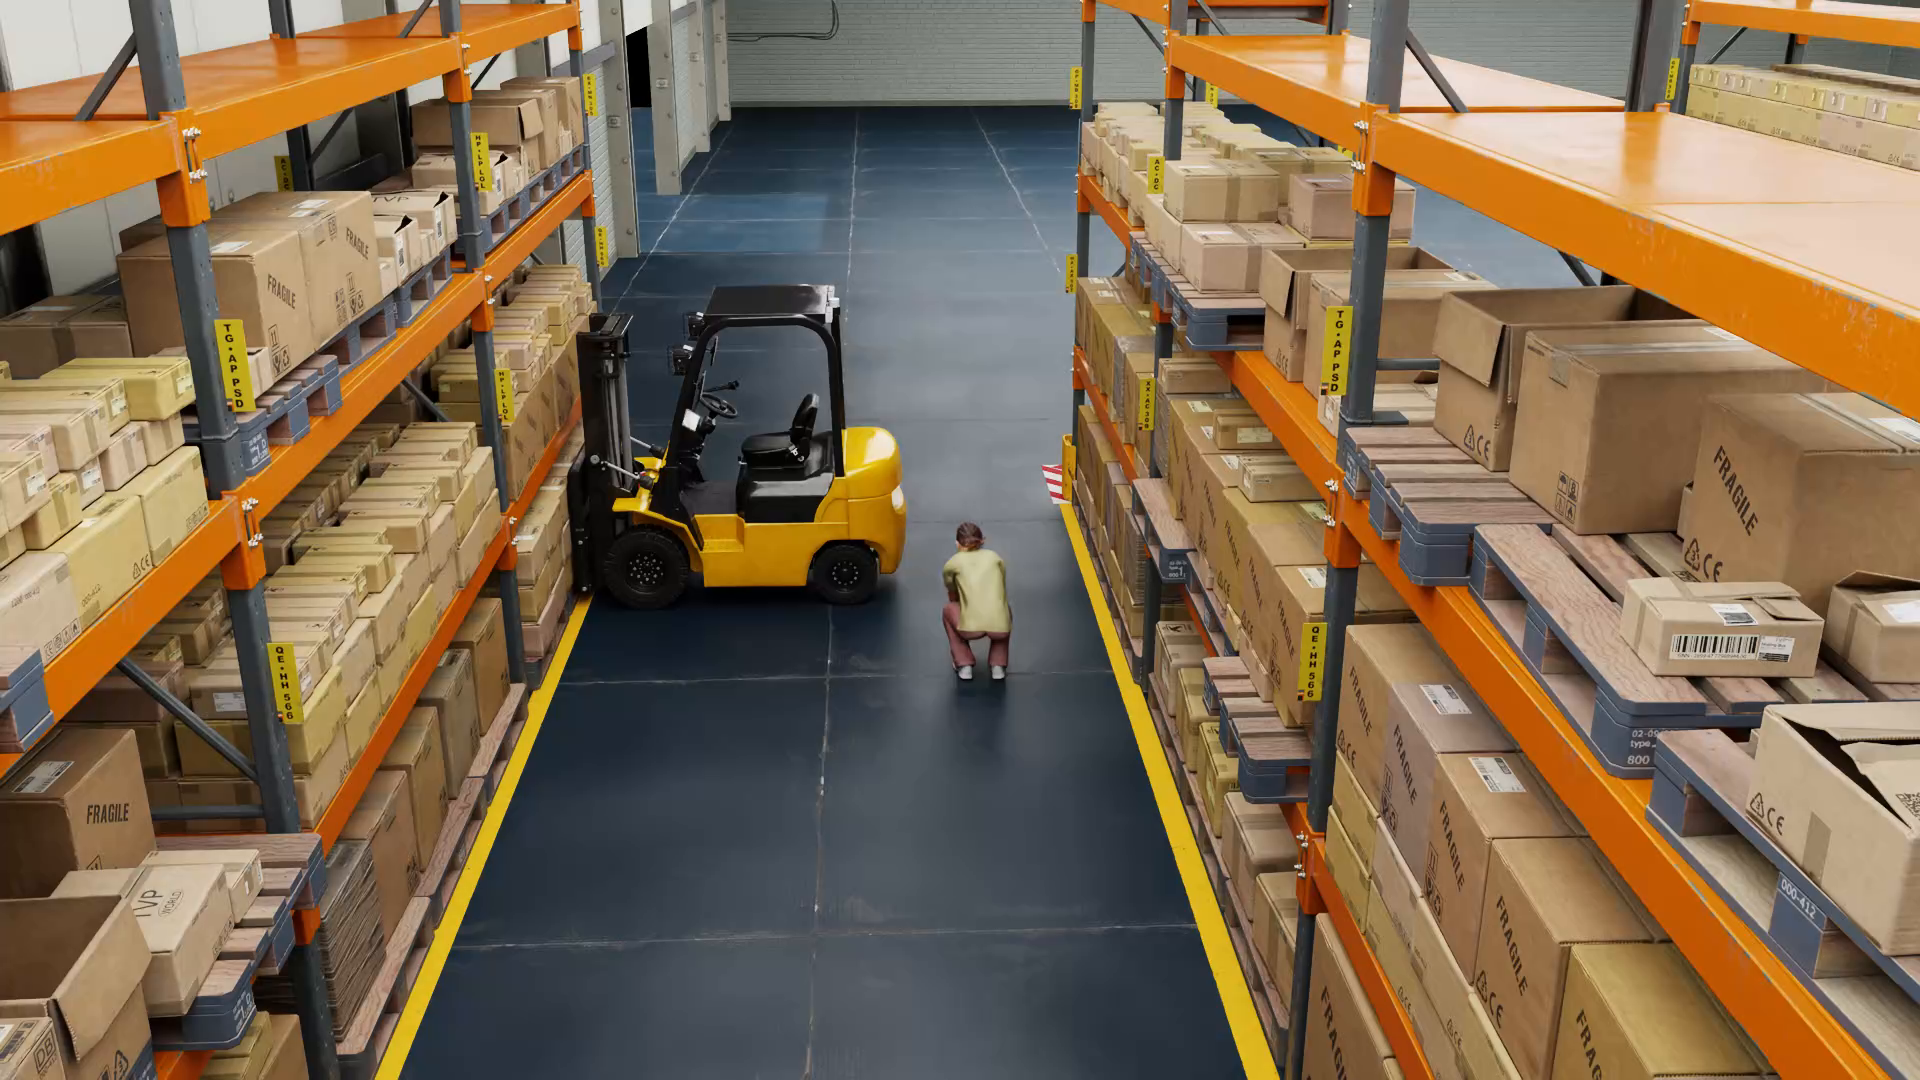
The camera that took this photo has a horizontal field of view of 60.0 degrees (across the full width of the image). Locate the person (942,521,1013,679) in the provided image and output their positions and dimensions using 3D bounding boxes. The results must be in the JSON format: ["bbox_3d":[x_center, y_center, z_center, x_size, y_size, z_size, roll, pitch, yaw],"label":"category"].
[{"bbox_3d":[0.121,0.392,11.101,0.470,0.936,0.818,-1,21,-4],"label":"person"}]
